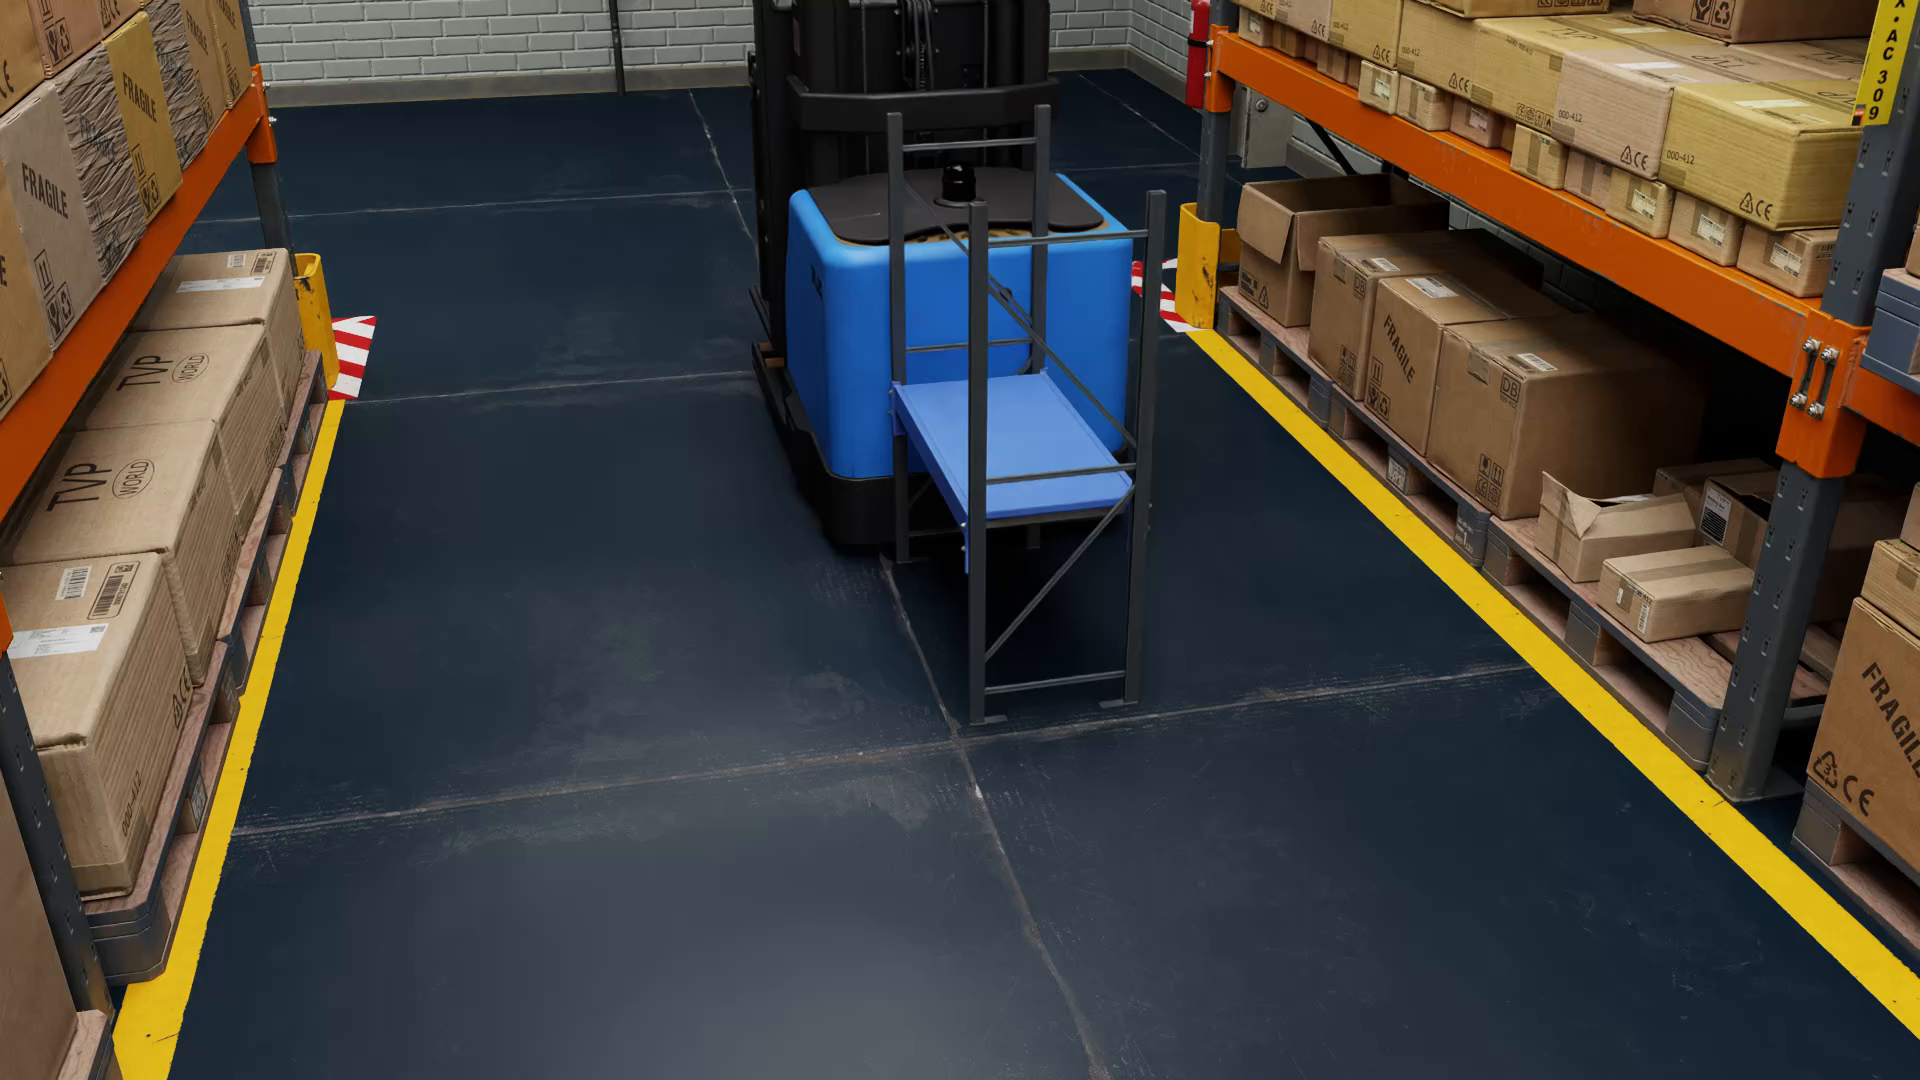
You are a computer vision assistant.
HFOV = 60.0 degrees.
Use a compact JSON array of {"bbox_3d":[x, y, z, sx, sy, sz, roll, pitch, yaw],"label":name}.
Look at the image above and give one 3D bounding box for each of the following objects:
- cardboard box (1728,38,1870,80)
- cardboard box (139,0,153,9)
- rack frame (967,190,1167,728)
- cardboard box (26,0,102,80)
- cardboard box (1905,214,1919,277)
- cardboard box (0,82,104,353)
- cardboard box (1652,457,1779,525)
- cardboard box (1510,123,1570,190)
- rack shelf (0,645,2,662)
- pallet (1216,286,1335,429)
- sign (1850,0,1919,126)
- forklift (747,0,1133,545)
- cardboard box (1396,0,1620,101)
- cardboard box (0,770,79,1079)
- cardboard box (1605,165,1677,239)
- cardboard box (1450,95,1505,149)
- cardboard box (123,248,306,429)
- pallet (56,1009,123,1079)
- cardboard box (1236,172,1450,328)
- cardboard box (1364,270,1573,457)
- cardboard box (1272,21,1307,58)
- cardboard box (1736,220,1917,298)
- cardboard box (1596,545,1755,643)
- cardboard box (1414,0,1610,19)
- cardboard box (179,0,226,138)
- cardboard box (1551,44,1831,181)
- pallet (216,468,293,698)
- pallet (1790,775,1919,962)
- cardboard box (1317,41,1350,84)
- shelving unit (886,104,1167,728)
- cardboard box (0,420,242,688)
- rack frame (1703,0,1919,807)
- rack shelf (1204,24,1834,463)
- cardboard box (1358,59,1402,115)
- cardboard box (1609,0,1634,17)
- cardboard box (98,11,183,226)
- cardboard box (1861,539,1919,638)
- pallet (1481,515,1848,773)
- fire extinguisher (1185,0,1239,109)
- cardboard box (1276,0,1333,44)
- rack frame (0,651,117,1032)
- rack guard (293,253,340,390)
[{"bbox_3d":[2.532,-1.248,4.730,0.500,0.250,0.500,-6,27,-12],"label":"cardboard box"},{"bbox_3d":[-2.641,-1.828,4.822,0.500,0.500,0.500,-6,27,-12],"label":"cardboard box"},{"bbox_3d":[0.268,-0.173,4.427,0.500,1.500,0.032,-6,27,-12],"label":"rack frame"},{"bbox_3d":[-2.418,-1.385,3.945,0.500,0.500,0.500,-5,27,-11],"label":"cardboard box"},{"bbox_3d":[2.392,-0.715,3.260,0.700,0.500,0.500,-5,27,-10],"label":"cardboard box"},{"bbox_3d":[-2.295,-0.711,3.718,0.500,0.500,0.500,-6,27,-11],"label":"cardboard box"},{"bbox_3d":[2.484,-0.137,5.390,0.380,0.149,0.250,-6,27,-12],"label":"cardboard box"},{"bbox_3d":[1.903,-1.171,5.020,0.380,0.149,0.250,-6,27,-12],"label":"cardboard box"},{"bbox_3d":[-1.884,0.987,1.264,1.077,0.370,4.000,-6,27,-12],"label":"rack shelf"},{"bbox_3d":[1.797,-0.845,7.191,1.003,0.211,1.213,-6,27,-12],"label":"pallet"},{"bbox_3d":[1.974,-1.046,3.532,0.100,0.325,0.005,-6,27,-12],"label":"sign"},{"bbox_3d":[-0.267,-1.935,6.330,1.130,2.935,3.031,-6,27,-12],"label":"forklift"},{"bbox_3d":[1.806,-1.647,5.521,0.500,0.250,0.500,-7,28,-13],"label":"cardboard box"},{"bbox_3d":[-2.117,0.813,2.702,0.875,0.875,0.875,-5,27,-10],"label":"cardboard box"},{"bbox_3d":[2.021,-0.944,4.569,0.380,0.149,0.250,-5,27,-10],"label":"cardboard box"},{"bbox_3d":[1.852,-1.399,5.472,0.380,0.149,0.250,-6,27,-12],"label":"cardboard box"},{"bbox_3d":[-2.990,-0.732,6.249,0.875,0.438,0.875,-7,28,-13],"label":"cardboard box"},{"bbox_3d":[-2.087,1.364,2.814,1.003,0.211,1.213,-6,27,-12],"label":"pallet"},{"bbox_3d":[1.645,-1.269,7.239,0.797,0.503,0.637,-7,28,-14],"label":"cardboard box"},{"bbox_3d":[1.821,-0.646,6.008,0.500,0.500,0.500,-5,27,-11],"label":"cardboard box"},{"bbox_3d":[1.508,-2.082,6.826,0.380,0.149,0.250,-5,27,-10],"label":"cardboard box"},{"bbox_3d":[2.183,-0.720,4.126,0.380,0.149,0.250,-6,27,-11],"label":"cardboard box"},{"bbox_3d":[2.089,0.153,4.816,0.380,0.149,0.250,-7,28,-13],"label":"cardboard box"},{"bbox_3d":[1.777,-1.989,5.367,0.500,0.500,0.500,-5,27,-10],"label":"cardboard box"},{"bbox_3d":[-2.771,-1.606,5.492,0.500,0.500,0.500,-7,28,-13],"label":"cardboard box"},{"bbox_3d":[2.021,-1.201,4.636,0.500,0.250,0.500,-6,27,-11],"label":"cardboard box"},{"bbox_3d":[-2.708,0.154,5.210,1.003,0.211,1.213,-6,27,-12],"label":"pallet"},{"bbox_3d":[2.721,0.880,3.772,1.003,0.211,1.213,-6,27,-12],"label":"pallet"},{"bbox_3d":[1.599,-1.853,6.372,0.380,0.149,0.250,-5,27,-10],"label":"cardboard box"},{"bbox_3d":[0.148,-0.395,4.868,0.538,1.500,1.048,-6,27,-12],"label":"shelving unit"},{"bbox_3d":[-2.574,0.065,4.670,0.875,0.438,0.875,-7,28,-13],"label":"cardboard box"},{"bbox_3d":[2.500,-0.718,3.843,1.000,3.000,0.127,-6,27,-12],"label":"rack frame"},{"bbox_3d":[2.050,-1.275,5.745,1.077,0.370,4.000,-6,27,-12],"label":"rack shelf"},{"bbox_3d":[1.648,-1.619,5.907,0.380,0.149,0.250,-7,28,-13],"label":"cardboard box"},{"bbox_3d":[2.301,-1.691,5.607,0.500,0.250,0.500,-6,27,-12],"label":"cardboard box"},{"bbox_3d":[-2.517,-1.156,4.600,0.500,0.500,0.500,-5,27,-10],"label":"cardboard box"},{"bbox_3d":[2.322,0.106,3.800,0.380,0.149,0.250,-5,27,-9],"label":"cardboard box"},{"bbox_3d":[2.347,0.226,5.069,1.003,0.211,1.213,-6,27,-12],"label":"pallet"},{"bbox_3d":[1.116,-2.290,7.459,0.296,0.674,0.183,-6,27,-12],"label":"fire extinguisher"},{"bbox_3d":[1.553,-2.092,6.402,0.500,0.250,0.500,-6,27,-11],"label":"cardboard box"},{"bbox_3d":[-2.335,-0.212,2.841,1.000,3.000,0.127,-6,27,-12],"label":"rack frame"},{"bbox_3d":[-3.242,-0.863,6.904,1.175,0.500,0.348,-6,27,-12],"label":"rack guard"}]
